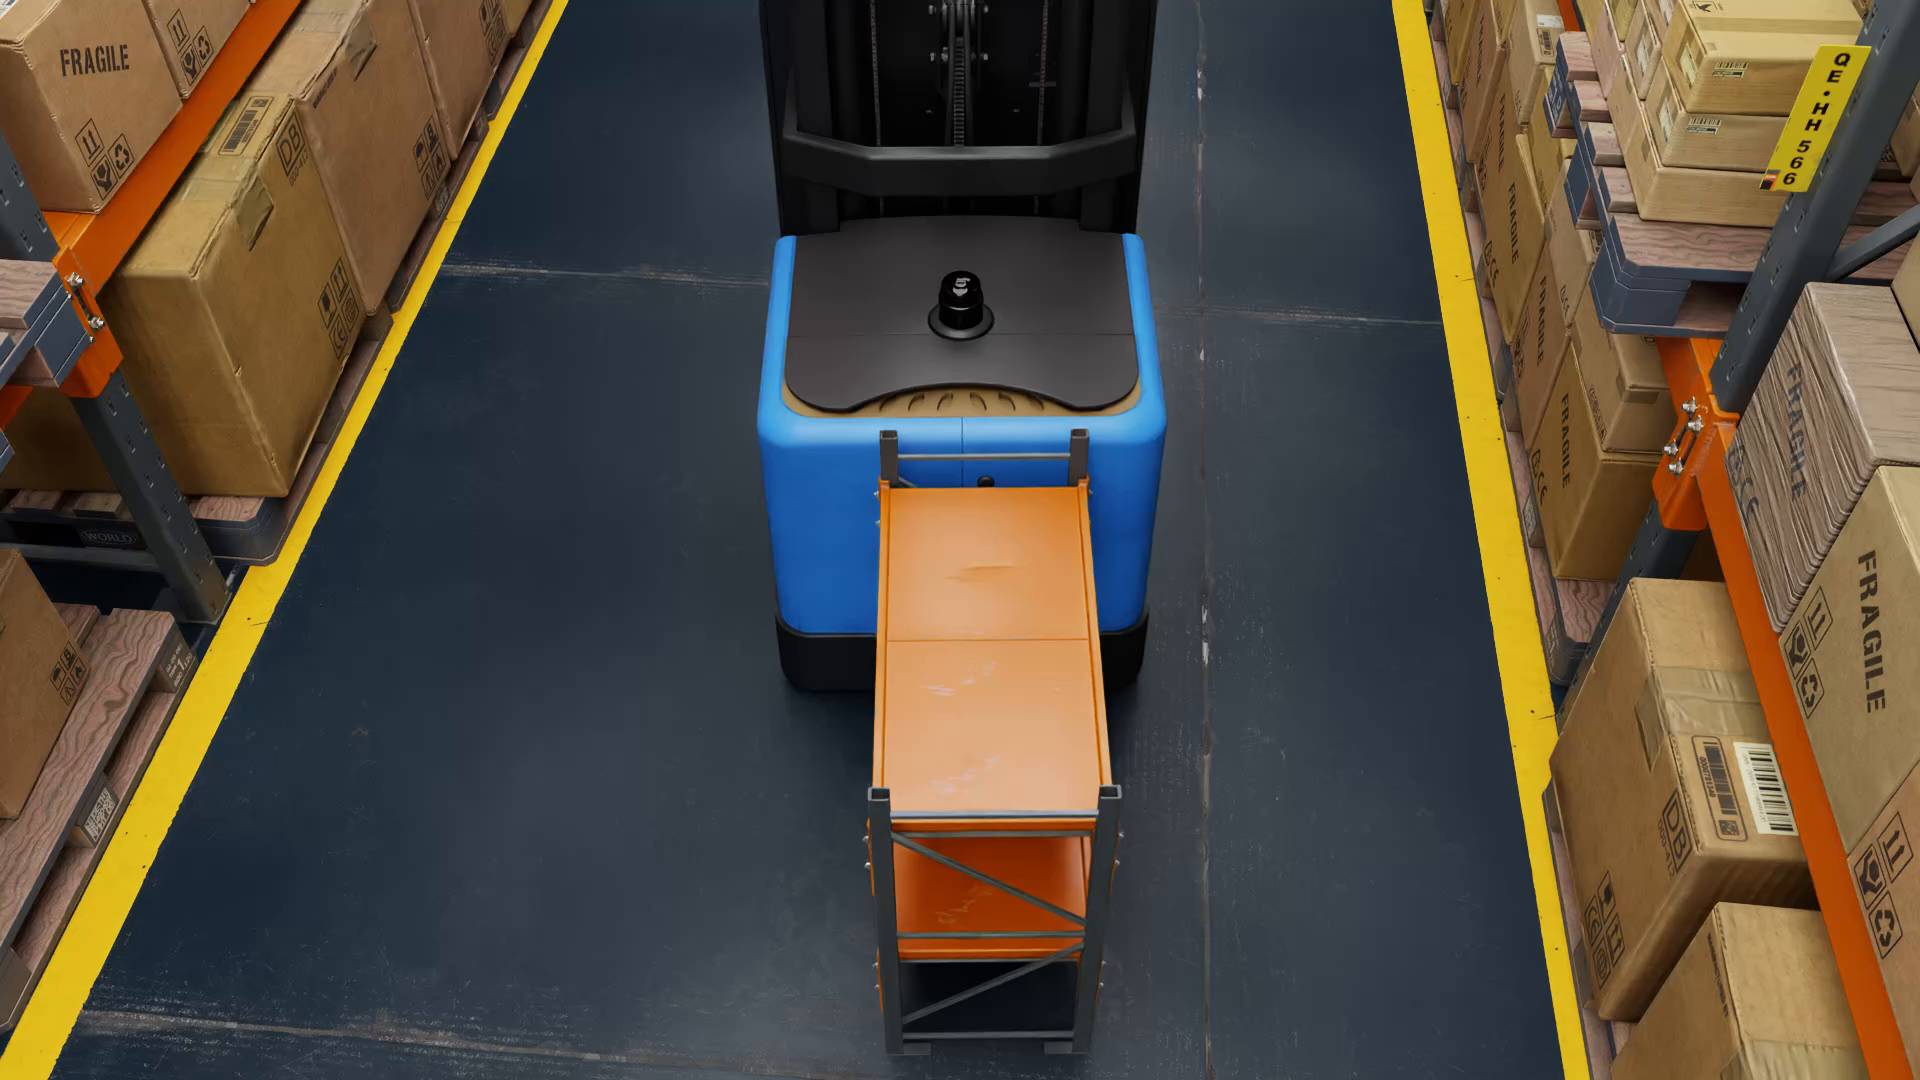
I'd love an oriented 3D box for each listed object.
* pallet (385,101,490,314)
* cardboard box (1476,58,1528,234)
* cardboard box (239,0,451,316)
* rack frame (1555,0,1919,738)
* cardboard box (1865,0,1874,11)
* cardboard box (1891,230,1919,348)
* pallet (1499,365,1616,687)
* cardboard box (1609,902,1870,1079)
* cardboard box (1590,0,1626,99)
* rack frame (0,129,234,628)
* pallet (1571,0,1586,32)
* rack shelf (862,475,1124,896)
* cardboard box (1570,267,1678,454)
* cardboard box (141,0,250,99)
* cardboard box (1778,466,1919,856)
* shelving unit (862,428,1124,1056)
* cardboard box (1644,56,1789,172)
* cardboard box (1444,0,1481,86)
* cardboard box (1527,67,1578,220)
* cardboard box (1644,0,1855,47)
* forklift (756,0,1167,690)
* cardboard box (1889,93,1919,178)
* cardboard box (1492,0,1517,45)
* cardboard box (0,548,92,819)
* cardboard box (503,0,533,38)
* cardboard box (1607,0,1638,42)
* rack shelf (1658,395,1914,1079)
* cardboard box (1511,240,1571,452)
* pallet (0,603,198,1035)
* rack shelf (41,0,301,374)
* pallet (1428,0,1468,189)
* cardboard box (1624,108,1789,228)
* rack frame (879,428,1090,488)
[{"bbox_3d":[-2.467,-1.356,6.347,1.003,0.211,1.213,4,48,4],"label":"pallet"},{"bbox_3d":[2.155,-1.358,5.869,0.500,0.500,0.500,5,48,4],"label":"cardboard box"},{"bbox_3d":[-2.555,-1.413,5.665,1.225,0.875,0.875,4,48,4],"label":"cardboard box"},{"bbox_3d":[2.202,-0.421,3.602,1.000,3.000,0.127,4,48,4],"label":"rack frame"},{"bbox_3d":[2.490,-1.316,4.105,0.380,0.149,0.250,3,48,2],"label":"cardboard box"},{"bbox_3d":[2.152,-0.463,2.895,0.700,0.500,0.500,4,48,3],"label":"cardboard box"},{"bbox_3d":[2.275,-0.054,5.156,1.003,0.211,1.213,4,48,4],"label":"pallet"},{"bbox_3d":[1.981,1.281,3.286,1.050,0.750,0.750,5,48,4],"label":"cardboard box"},{"bbox_3d":[1.837,-1.243,4.239,0.380,0.149,0.250,5,48,4],"label":"cardboard box"},{"bbox_3d":[-2.728,-0.829,3.975,1.000,3.000,0.127,4,48,4],"label":"rack frame"},{"bbox_3d":[2.342,-1.813,5.006,1.003,0.211,1.213,4,48,4],"label":"pallet"},{"bbox_3d":[0.063,0.304,3.813,0.538,0.278,1.000,0,48,0],"label":"rack shelf"},{"bbox_3d":[2.004,-0.492,4.569,0.500,0.250,0.500,3,48,3],"label":"cardboard box"},{"bbox_3d":[-2.368,-1.580,4.595,0.500,0.500,0.500,3,48,2],"label":"cardboard box"},{"bbox_3d":[1.849,0.231,2.938,0.500,0.500,0.500,3,48,3],"label":"cardboard box"},{"bbox_3d":[0.063,0.502,4.029,0.538,1.125,1.048,0,48,0],"label":"shelving unit"},{"bbox_3d":[1.794,-0.972,3.790,0.380,0.149,0.250,5,48,4],"label":"cardboard box"},{"bbox_3d":[2.235,-2.133,6.578,0.500,0.500,0.500,6,48,5],"label":"cardboard box"},{"bbox_3d":[2.101,-1.236,5.249,0.500,0.250,0.500,5,48,4],"label":"cardboard box"},{"bbox_3d":[1.816,-1.254,3.847,0.380,0.149,0.250,3,48,3],"label":"cardboard box"},{"bbox_3d":[-0.009,-1.632,4.757,1.130,2.935,3.031,0,48,0],"label":"forklift"},{"bbox_3d":[2.469,-0.990,4.008,0.380,0.149,0.250,6,48,5],"label":"cardboard box"},{"bbox_3d":[2.190,-1.995,5.943,0.500,0.250,0.500,5,48,5],"label":"cardboard box"},{"bbox_3d":[-2.769,0.360,4.284,0.700,0.500,0.500,2,48,1],"label":"cardboard box"},{"bbox_3d":[-2.402,-2.721,6.861,1.225,0.875,0.875,4,48,4],"label":"cardboard box"},{"bbox_3d":[1.838,-1.362,4.147,0.380,0.149,0.250,5,48,4],"label":"cardboard box"},{"bbox_3d":[2.020,1.292,2.523,1.077,0.370,4.000,4,48,4],"label":"rack shelf"},{"bbox_3d":[2.053,-0.601,5.177,0.500,0.500,0.500,6,48,5],"label":"cardboard box"},{"bbox_3d":[-2.800,0.687,4.479,1.003,0.211,1.213,4,48,4],"label":"pallet"},{"bbox_3d":[-2.545,-2.055,5.585,1.077,0.370,4.000,4,48,4],"label":"rack shelf"},{"bbox_3d":[2.497,-1.847,6.796,1.003,0.211,1.213,4,48,4],"label":"pallet"},{"bbox_3d":[1.790,-0.871,3.900,0.380,0.149,0.250,5,48,4],"label":"cardboard box"},{"bbox_3d":[0.058,0.127,4.372,0.500,1.125,0.032,0,48,0],"label":"rack frame"}]
